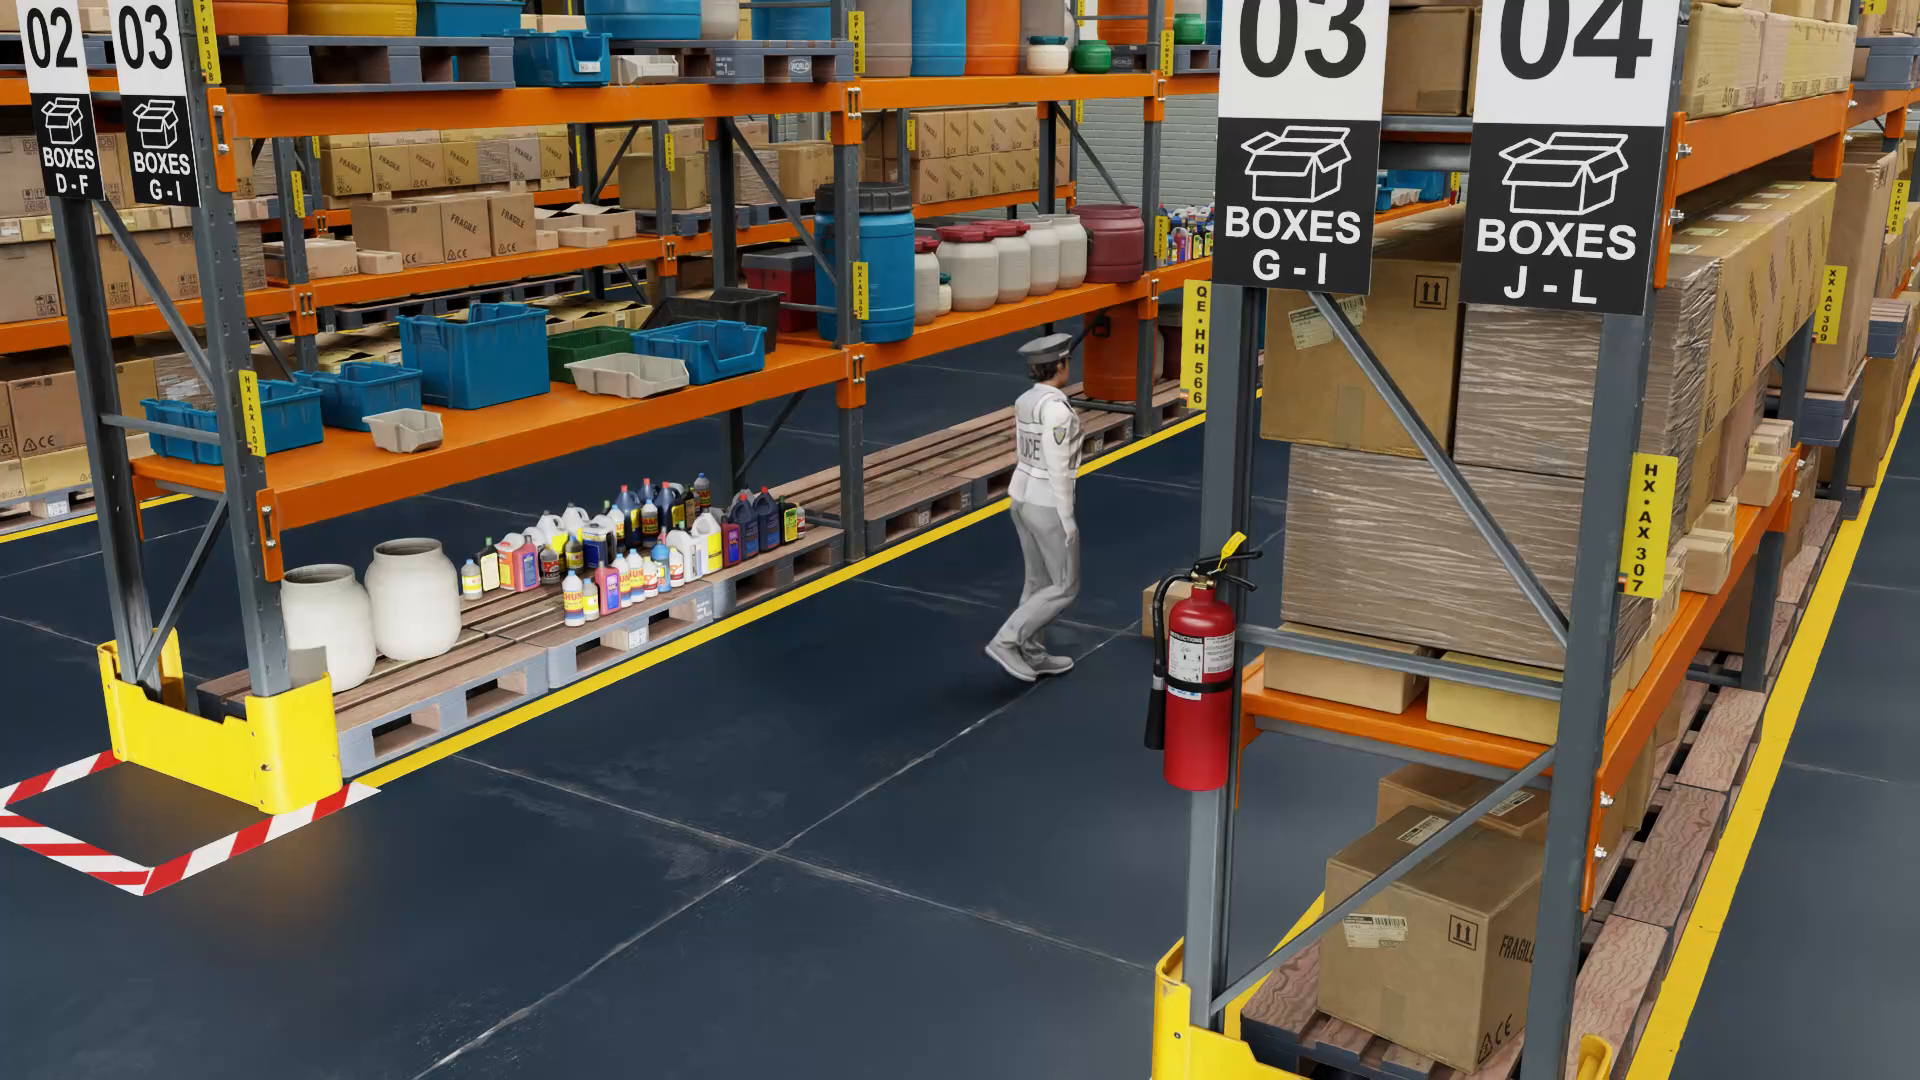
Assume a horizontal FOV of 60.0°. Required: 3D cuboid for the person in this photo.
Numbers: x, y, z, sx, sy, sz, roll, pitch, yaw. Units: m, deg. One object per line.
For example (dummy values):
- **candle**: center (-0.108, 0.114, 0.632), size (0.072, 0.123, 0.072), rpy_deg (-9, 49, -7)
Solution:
- **person**: center (0.331, -0.131, 7.930), size (0.516, 1.667, 0.539), rpy_deg (-5, 17, -18)
